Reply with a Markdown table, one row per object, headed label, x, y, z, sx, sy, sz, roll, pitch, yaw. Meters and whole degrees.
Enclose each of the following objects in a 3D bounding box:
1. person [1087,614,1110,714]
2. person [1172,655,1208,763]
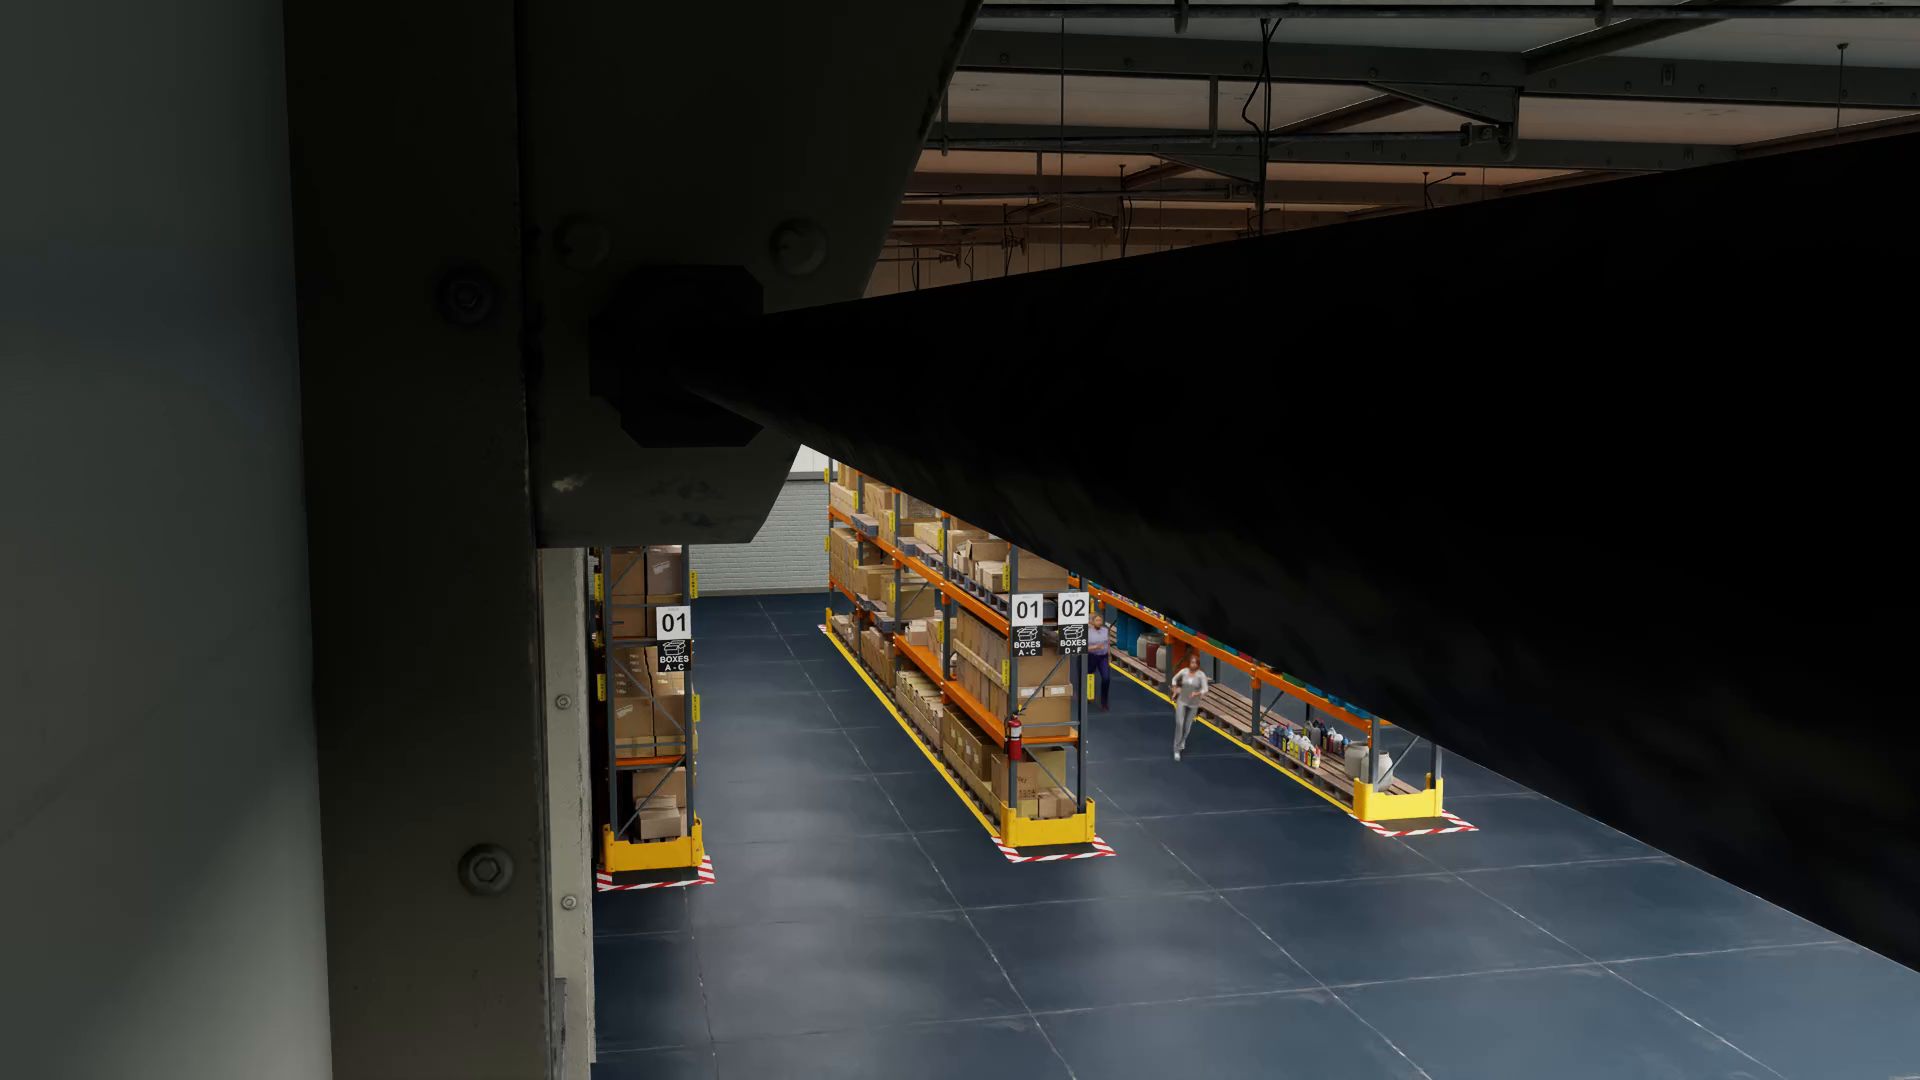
| label | x | y | z | sx | sy | sz | roll | pitch | yaw |
| --- | --- | --- | --- | --- | --- | --- | --- | --- | --- |
| person | 2.354 | 2.111 | 28.718 | 0.587 | 1.707 | 0.839 | -2 | 7 | -15 |
| person | 3.514 | 2.541 | 25.456 | 0.551 | 1.603 | 0.826 | 1 | 7 | 5 |
